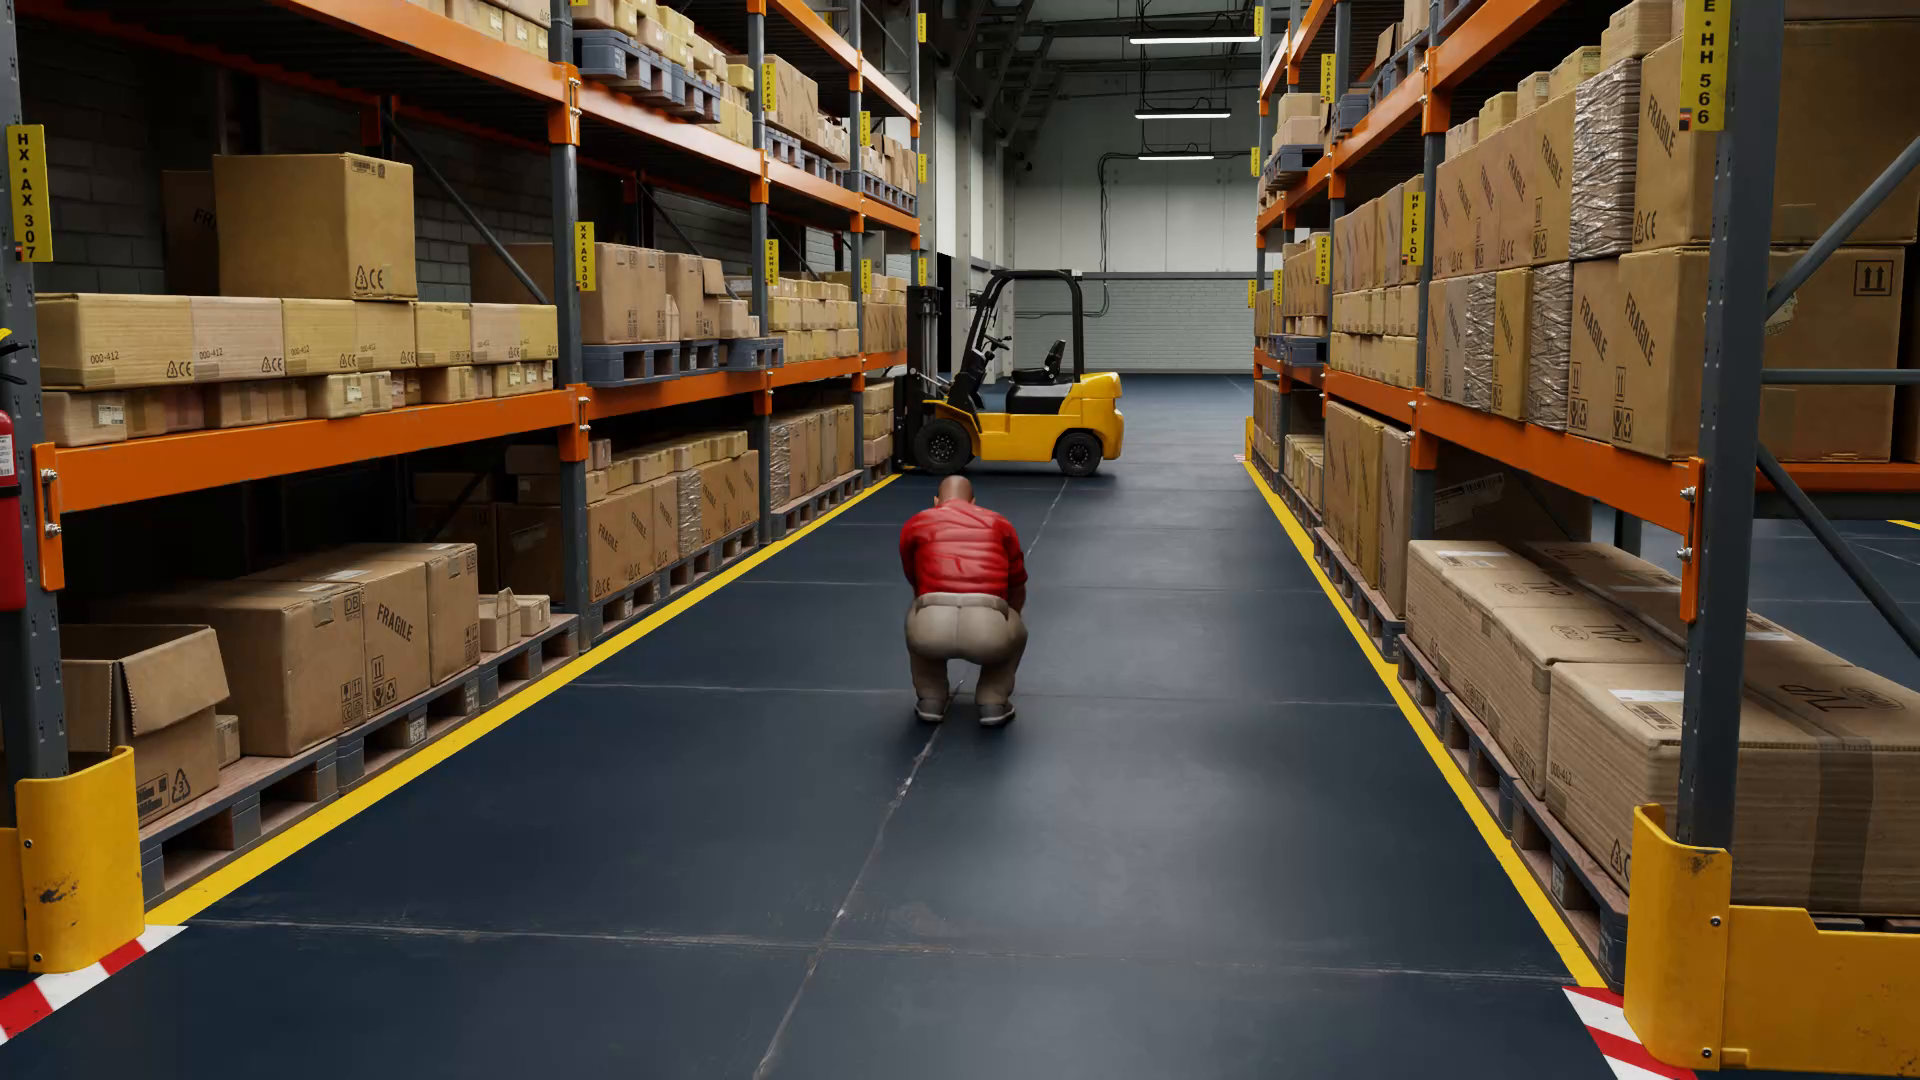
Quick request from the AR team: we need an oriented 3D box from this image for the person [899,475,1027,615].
[{"bbox_3d":[0.011,0.174,6.990,0.537,0.860,0.770,1,8,6],"label":"person"}]
